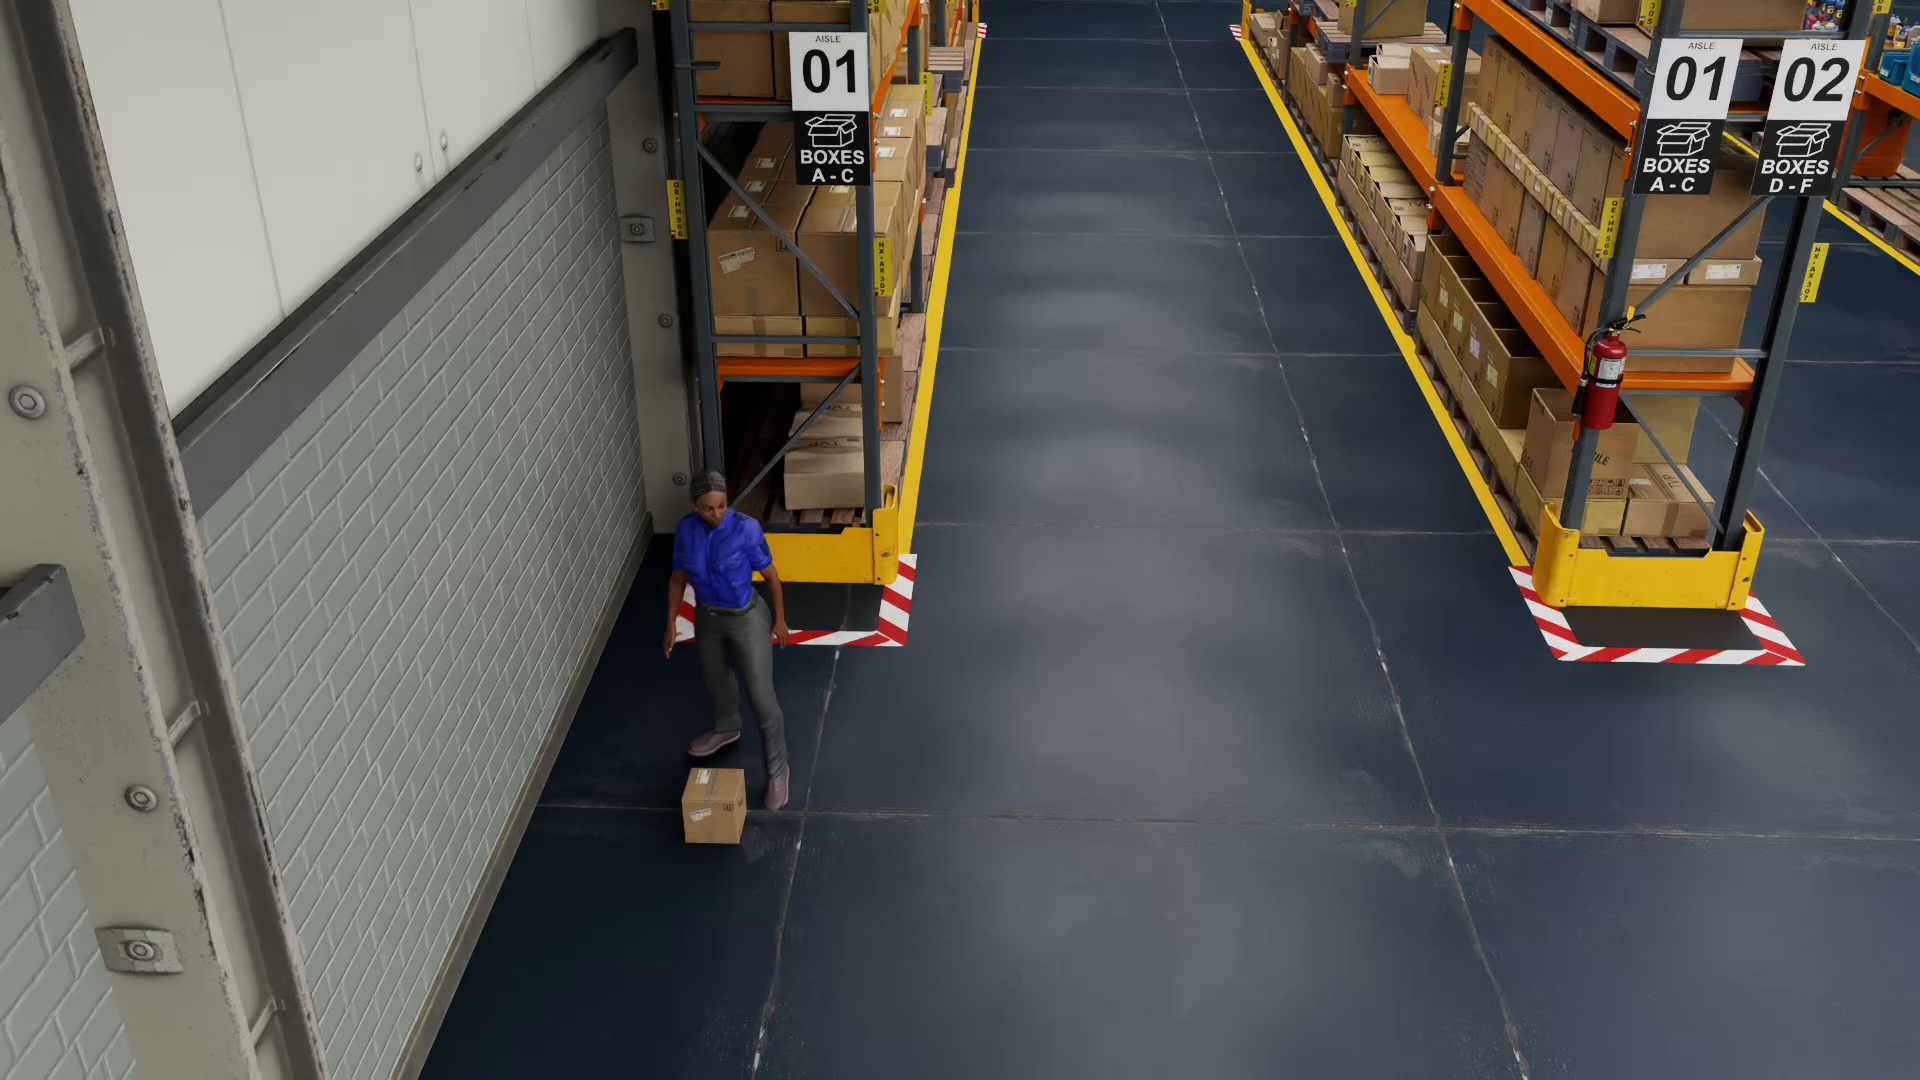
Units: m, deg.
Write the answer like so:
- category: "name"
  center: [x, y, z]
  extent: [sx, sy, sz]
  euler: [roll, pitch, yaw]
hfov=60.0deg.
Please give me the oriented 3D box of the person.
- category: "person"
  center: [-1.164, 0.400, 7.887]
  extent: [0.613, 1.617, 0.896]
  euler: [5, 29, 10]
